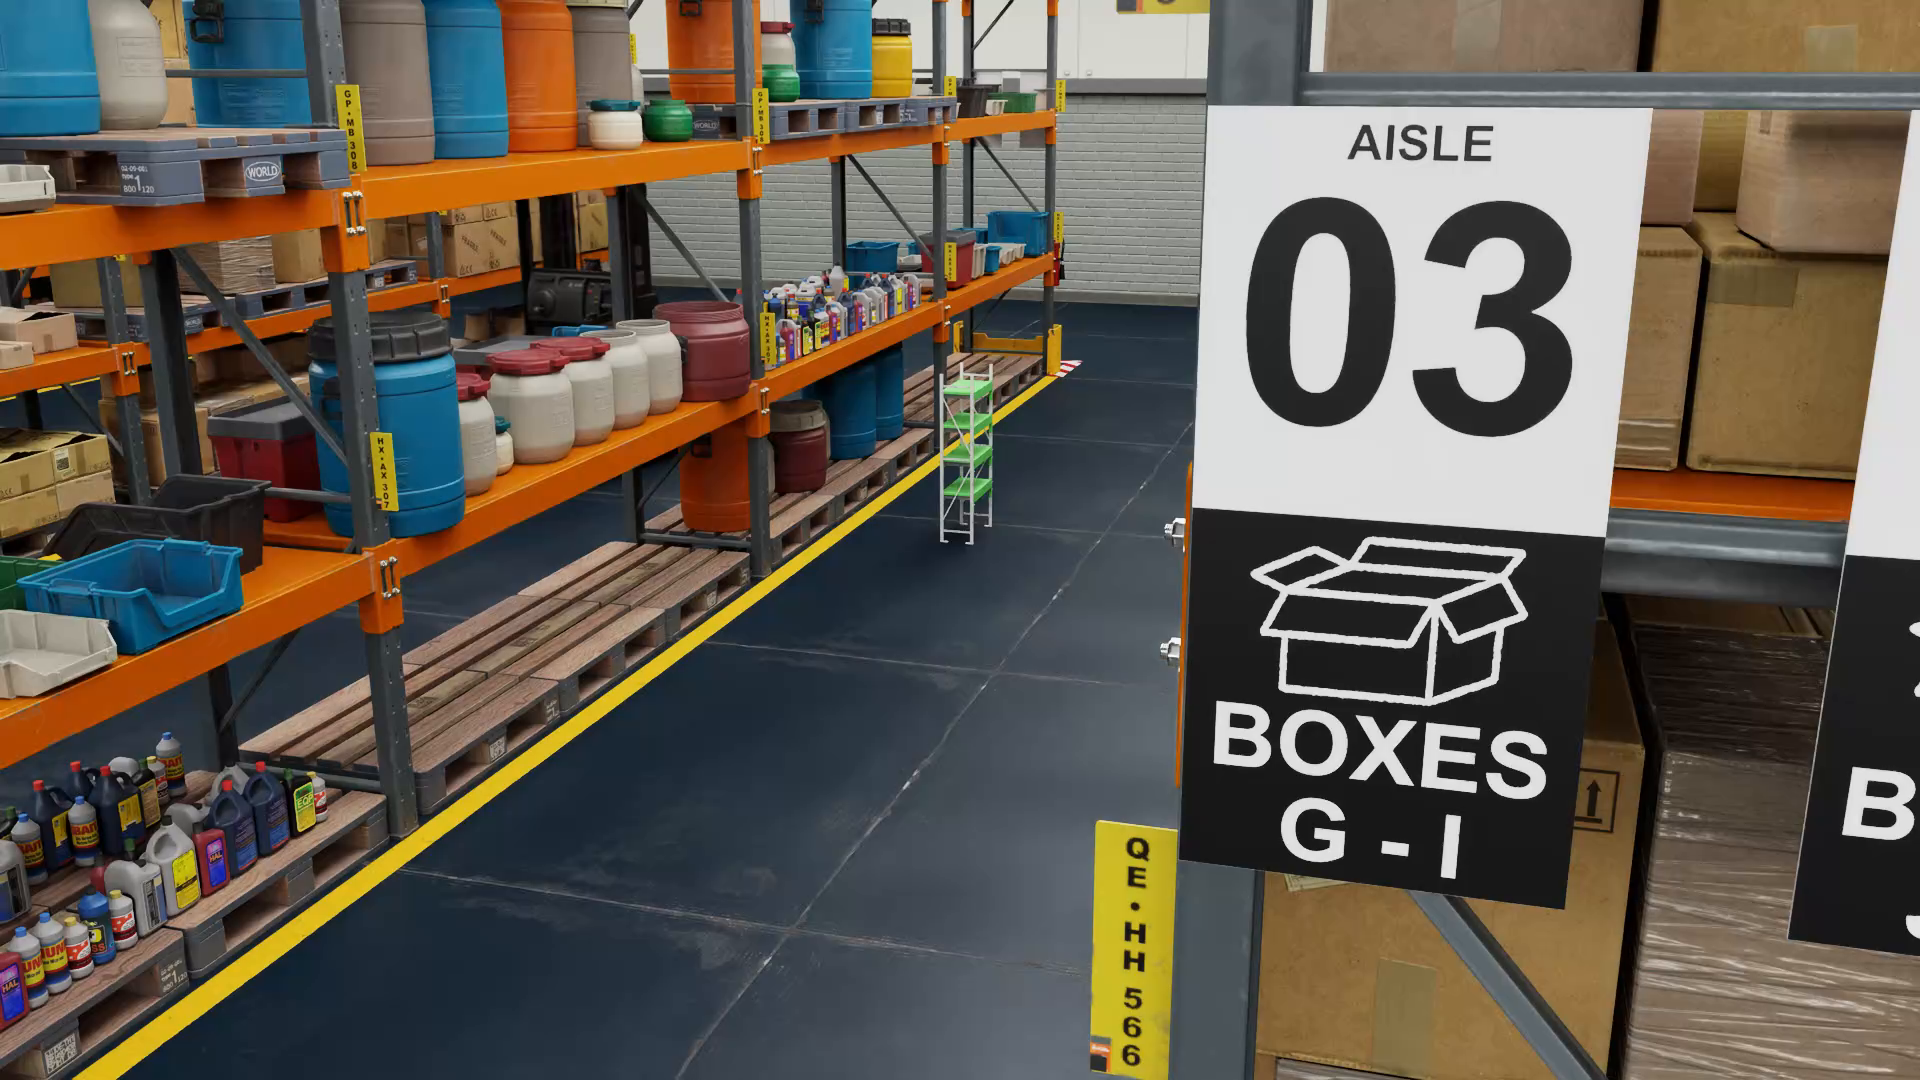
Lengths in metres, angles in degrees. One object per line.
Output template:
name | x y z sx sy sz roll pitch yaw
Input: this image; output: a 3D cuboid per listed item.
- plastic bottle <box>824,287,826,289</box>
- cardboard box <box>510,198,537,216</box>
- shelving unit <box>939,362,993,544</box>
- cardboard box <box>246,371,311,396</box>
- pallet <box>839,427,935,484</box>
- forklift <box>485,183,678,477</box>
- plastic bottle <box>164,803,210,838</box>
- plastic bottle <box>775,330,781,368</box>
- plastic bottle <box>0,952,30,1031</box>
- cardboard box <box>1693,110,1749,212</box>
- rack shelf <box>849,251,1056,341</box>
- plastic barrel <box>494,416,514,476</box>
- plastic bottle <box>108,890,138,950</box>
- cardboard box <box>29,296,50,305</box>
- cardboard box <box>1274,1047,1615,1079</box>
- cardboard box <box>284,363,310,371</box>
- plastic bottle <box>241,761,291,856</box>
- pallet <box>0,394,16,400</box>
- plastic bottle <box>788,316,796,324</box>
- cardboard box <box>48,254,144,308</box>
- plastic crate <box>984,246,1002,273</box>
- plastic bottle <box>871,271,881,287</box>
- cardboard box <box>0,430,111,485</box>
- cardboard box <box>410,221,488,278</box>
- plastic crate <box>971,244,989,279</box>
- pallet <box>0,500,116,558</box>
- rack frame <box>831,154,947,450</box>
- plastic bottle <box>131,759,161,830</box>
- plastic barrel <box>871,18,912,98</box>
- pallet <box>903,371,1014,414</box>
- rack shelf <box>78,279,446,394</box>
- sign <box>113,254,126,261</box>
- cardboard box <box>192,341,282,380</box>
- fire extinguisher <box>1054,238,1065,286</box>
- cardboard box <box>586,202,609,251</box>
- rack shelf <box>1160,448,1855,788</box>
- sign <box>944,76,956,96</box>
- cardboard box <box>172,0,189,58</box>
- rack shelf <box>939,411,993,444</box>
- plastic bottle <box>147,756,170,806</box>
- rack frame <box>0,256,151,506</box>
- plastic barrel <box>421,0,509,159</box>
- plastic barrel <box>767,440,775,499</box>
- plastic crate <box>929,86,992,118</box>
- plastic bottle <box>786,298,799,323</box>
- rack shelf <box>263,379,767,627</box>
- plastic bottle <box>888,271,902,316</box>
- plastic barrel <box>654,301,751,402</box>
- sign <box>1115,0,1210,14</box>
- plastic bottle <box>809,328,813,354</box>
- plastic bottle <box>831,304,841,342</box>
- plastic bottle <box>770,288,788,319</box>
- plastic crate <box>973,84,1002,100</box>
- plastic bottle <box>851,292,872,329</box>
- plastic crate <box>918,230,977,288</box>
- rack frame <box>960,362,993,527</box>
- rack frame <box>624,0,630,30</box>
plastic bottle | -1.175 -2.060 13.958 0.097 0.201 0.097 0 16 0
cardboard box | -4.660 -3.570 16.903 0.500 0.500 0.500 4 16 14
shelving unit | 0.047 -0.621 11.818 0.258 1.200 0.503 5 16 16
cardboard box | -5.656 -1.134 14.107 0.500 0.500 0.500 4 16 14
pallet | -0.868 -0.745 14.067 1.003 0.211 1.213 5 16 16
forklift | -3.262 -2.013 13.557 1.130 2.935 3.031 7 17 23
plastic bottle | -2.992 1.143 6.487 0.152 0.276 0.135 5 16 16
plastic bottle | -1.253 -1.293 11.126 0.097 0.271 0.097 0 16 0
plastic bottle | -3.123 1.442 5.420 0.061 0.283 0.133 5 17 17
cardboard box | 1.150 -0.514 2.191 0.380 0.149 0.250 4 16 15
rack shelf | -0.040 -2.462 16.330 1.077 0.370 4.000 5 16 16
plastic barrel | -2.359 -0.460 8.206 0.301 0.262 0.301 0 16 0
plastic bottle | -2.992 1.344 5.917 0.097 0.201 0.097 0 16 0
cardboard box | -10.028 -2.530 17.874 0.380 0.149 0.250 5 16 16
cardboard box | 0.913 0.906 2.410 0.875 0.500 0.500 5 16 16
cardboard box | -6.018 -1.301 14.693 0.500 0.500 0.500 5 17 17
plastic bottle | -2.788 1.062 6.637 0.144 0.351 0.185 4 16 14
pallet | -10.254 -1.504 16.744 1.003 0.211 1.213 5 16 16
plastic bottle | -1.180 -1.418 11.569 0.097 0.271 0.097 0 16 0
cardboard box | -6.422 -2.047 12.596 0.700 0.500 0.500 -1 16 -3
plastic crate | 0.191 -2.722 16.127 0.416 0.233 0.300 5 16 16
plastic bottle | -0.694 -2.006 13.496 0.144 0.351 0.185 5 16 16
cardboard box | -6.406 -0.616 11.746 0.500 0.311 0.500 5 17 17
cardboard box | -4.950 -2.830 16.127 0.500 0.500 0.500 5 17 17
plastic crate | 0.002 -2.642 15.753 0.437 0.282 0.530 5 16 16
pallet | -6.764 -0.069 11.687 1.003 0.211 1.213 5 16 16
rack frame | -0.608 -2.285 14.387 1.000 3.000 0.127 5 16 16
plastic bottle | -3.356 1.048 6.811 0.061 0.283 0.133 5 16 16
plastic barrel | -0.673 -3.766 12.998 0.600 0.588 0.600 0 16 0
pallet | -0.092 -1.459 16.586 1.003 0.211 1.213 5 16 16
rack shelf | -5.925 -1.800 13.998 1.077 0.370 4.000 5 16 16
sign | -5.960 -2.138 11.749 0.100 0.325 0.005 5 16 16
cardboard box | -6.154 -1.539 14.159 0.500 0.250 0.500 4 16 15
fire extinguisher | 1.007 -3.119 18.153 0.296 0.674 0.183 5 16 16
cardboard box | -4.230 -3.490 18.454 0.500 0.500 0.500 5 17 16
rack shelf | 1.299 -0.381 3.498 1.077 0.370 4.000 5 16 16
sign | -0.081 -3.689 13.825 0.100 0.325 0.005 5 16 16
cardboard box | -6.073 -3.976 12.838 0.500 0.500 0.500 5 16 16
rack shelf | 0.047 -0.790 11.770 0.258 0.148 0.480 5 16 16
plastic bottle | -3.422 1.019 7.062 0.097 0.201 0.097 0 16 0
rack frame | -6.493 -1.623 12.055 1.000 3.000 0.127 5 16 16
plastic barrel | -2.574 -2.368 8.265 0.600 0.901 0.708 5 16 16
plastic barrel | -1.548 -0.527 11.981 0.421 0.512 0.421 0 16 0
plastic crate | 0.008 -3.969 15.067 0.497 0.269 0.590 5 16 16
plastic bottle | -1.309 -1.790 13.007 0.097 0.201 0.097 0 16 0
rack shelf | -2.313 -0.369 8.951 1.077 0.370 4.000 5 16 16
plastic bottle | -0.556 -1.995 13.457 0.144 0.351 0.185 5 16 16
plastic barrel | -1.586 -1.159 10.168 0.600 0.536 0.708 5 16 16
sign | 0.204 -0.678 1.605 0.100 0.325 0.005 5 16 16
plastic bottle | -1.084 -1.415 11.685 0.097 0.201 0.097 0 16 0
plastic bottle | -0.925 -1.595 12.191 0.097 0.271 0.097 0 16 0
plastic bottle | -1.434 -1.831 13.013 0.152 0.276 0.135 5 16 16
plastic crate | 0.152 -4.632 17.406 0.497 0.269 0.590 5 16 16
plastic bottle | -0.762 -1.773 12.812 0.152 0.276 0.135 5 16 16
plastic crate | -0.114 -2.558 15.125 0.402 0.464 0.583 5 16 16
rack frame | 0.116 -0.684 12.043 0.240 1.200 0.015 5 16 16
rack frame | -4.220 -6.602 18.616 1.000 3.000 0.127 5 16 16
